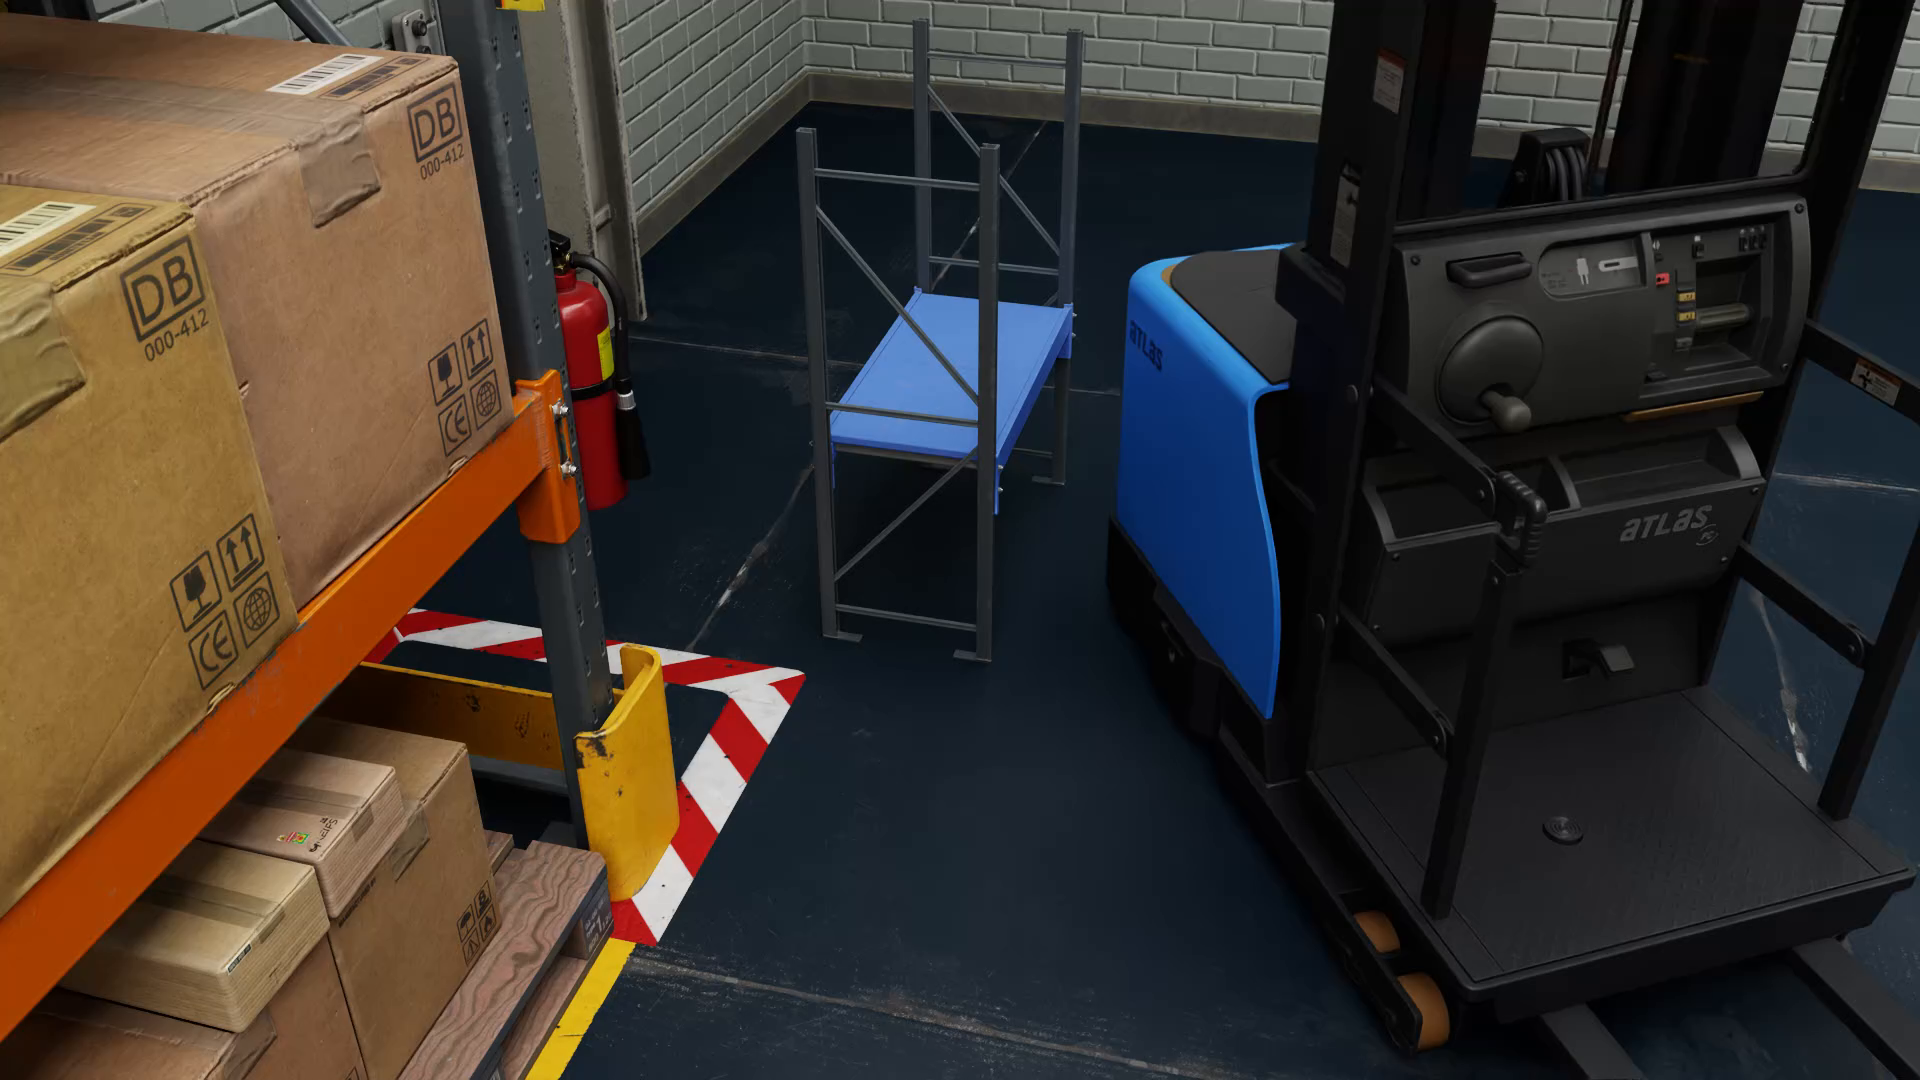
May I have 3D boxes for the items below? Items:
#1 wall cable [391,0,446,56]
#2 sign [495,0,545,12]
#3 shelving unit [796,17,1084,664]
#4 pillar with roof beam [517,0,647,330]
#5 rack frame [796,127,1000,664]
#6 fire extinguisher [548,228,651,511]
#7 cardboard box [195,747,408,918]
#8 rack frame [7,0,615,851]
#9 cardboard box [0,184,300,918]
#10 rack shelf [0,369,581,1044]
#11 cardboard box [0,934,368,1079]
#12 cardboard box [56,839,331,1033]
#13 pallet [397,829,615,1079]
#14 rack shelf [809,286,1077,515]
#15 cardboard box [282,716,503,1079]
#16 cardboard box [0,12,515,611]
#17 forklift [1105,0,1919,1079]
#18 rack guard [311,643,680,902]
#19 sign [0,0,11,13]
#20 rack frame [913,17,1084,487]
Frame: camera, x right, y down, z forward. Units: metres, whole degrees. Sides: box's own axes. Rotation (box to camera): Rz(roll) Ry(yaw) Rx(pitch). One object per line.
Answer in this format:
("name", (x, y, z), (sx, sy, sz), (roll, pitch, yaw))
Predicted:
("wall cable", (-1.888, -1.784, 4.314), (0.084, 1.984, 1.851), (8, 33, 12))
("sign", (-0.776, -1.070, 2.837), (0.100, 0.325, 0.005), (8, 33, 12))
("shelving unit", (-0.022, -0.589, 4.778), (0.538, 1.500, 1.048), (8, 33, 12))
("pillar with roof beam", (2.715, -4.027, 3.196), (9.100, 9.000, 0.400), (8, 33, 12))
("rack frame", (-0.151, -0.325, 4.363), (0.500, 1.500, 0.032), (8, 33, 12))
("fire extinguisher", (-0.813, -0.388, 3.484), (0.296, 0.674, 0.183), (8, 33, 12))
("cardboard box", (-1.235, 0.510, 2.986), (0.380, 0.149, 0.250), (8, 33, 12))
("rack frame", (-1.298, -0.562, 3.339), (1.000, 3.000, 0.127), (8, 33, 12))
("cardboard box", (-1.591, -0.044, 2.243), (0.980, 0.700, 0.700), (8, 33, 12))
("rack shelf", (-1.805, 0.779, 1.899), (1.077, 0.370, 4.000), (8, 33, 12))
("cardboard box", (-1.506, 0.952, 2.895), (0.700, 0.500, 0.500), (8, 33, 12))
("cardboard box", (-1.299, 0.643, 2.777), (0.380, 0.149, 0.250), (9, 34, 14))
("pallet", (-1.425, 1.040, 3.417), (1.003, 0.211, 1.213), (8, 33, 12))
("rack shelf", (-0.022, -0.437, 4.875), (0.538, 0.185, 1.000), (8, 33, 12))
("cardboard box", (-1.379, 0.692, 3.304), (0.700, 0.500, 0.500), (8, 33, 12))
("cardboard box", (-1.418, -0.423, 2.840), (0.980, 0.700, 0.700), (10, 34, 15))
("forklift", (1.358, -0.393, 3.136), (1.130, 2.935, 3.031), (-10, 34, -15))
("rack guard", (-1.292, 0.480, 4.029), (1.175, 0.500, 0.348), (8, 33, 12))
("sign", (-1.833, -1.040, 3.209), (0.100, 0.325, 0.005), (8, 33, 12))
("rack frame", (0.107, -0.852, 5.193), (0.500, 1.500, 0.032), (8, 33, 12))
